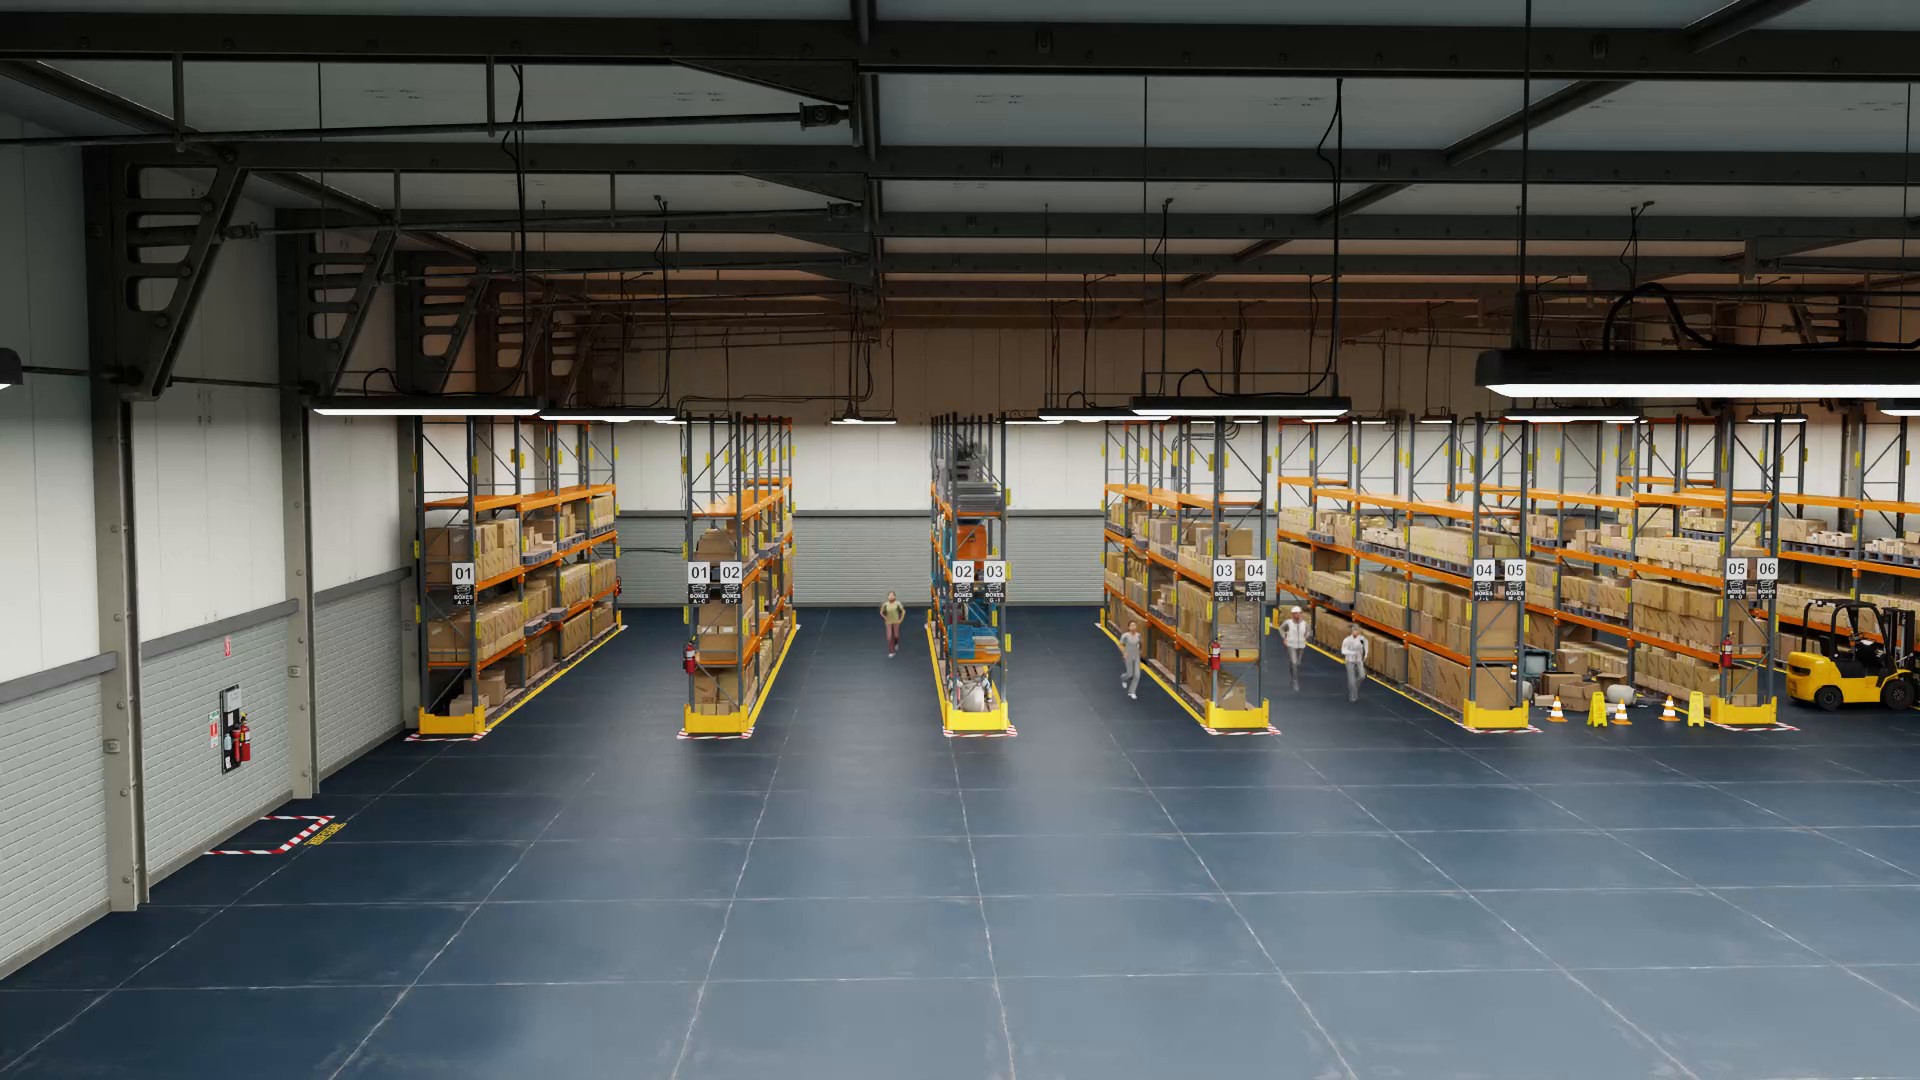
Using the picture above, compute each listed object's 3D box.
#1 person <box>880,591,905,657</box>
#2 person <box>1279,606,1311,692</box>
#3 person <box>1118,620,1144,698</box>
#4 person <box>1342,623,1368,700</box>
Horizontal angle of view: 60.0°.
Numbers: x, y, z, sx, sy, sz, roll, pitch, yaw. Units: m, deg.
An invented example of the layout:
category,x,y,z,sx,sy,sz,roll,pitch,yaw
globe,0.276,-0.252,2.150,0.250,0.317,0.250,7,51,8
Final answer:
category,x,y,z,sx,sy,sz,roll,pitch,yaw
person,-1.692,2.092,41.448,0.631,1.628,0.551,0,4,0
person,7.346,2.352,36.367,0.650,1.811,0.871,-1,4,-10
person,3.643,2.519,35.356,0.573,1.640,0.624,-1,4,-14
person,8.223,2.533,34.530,0.648,1.643,0.728,0,4,-7
